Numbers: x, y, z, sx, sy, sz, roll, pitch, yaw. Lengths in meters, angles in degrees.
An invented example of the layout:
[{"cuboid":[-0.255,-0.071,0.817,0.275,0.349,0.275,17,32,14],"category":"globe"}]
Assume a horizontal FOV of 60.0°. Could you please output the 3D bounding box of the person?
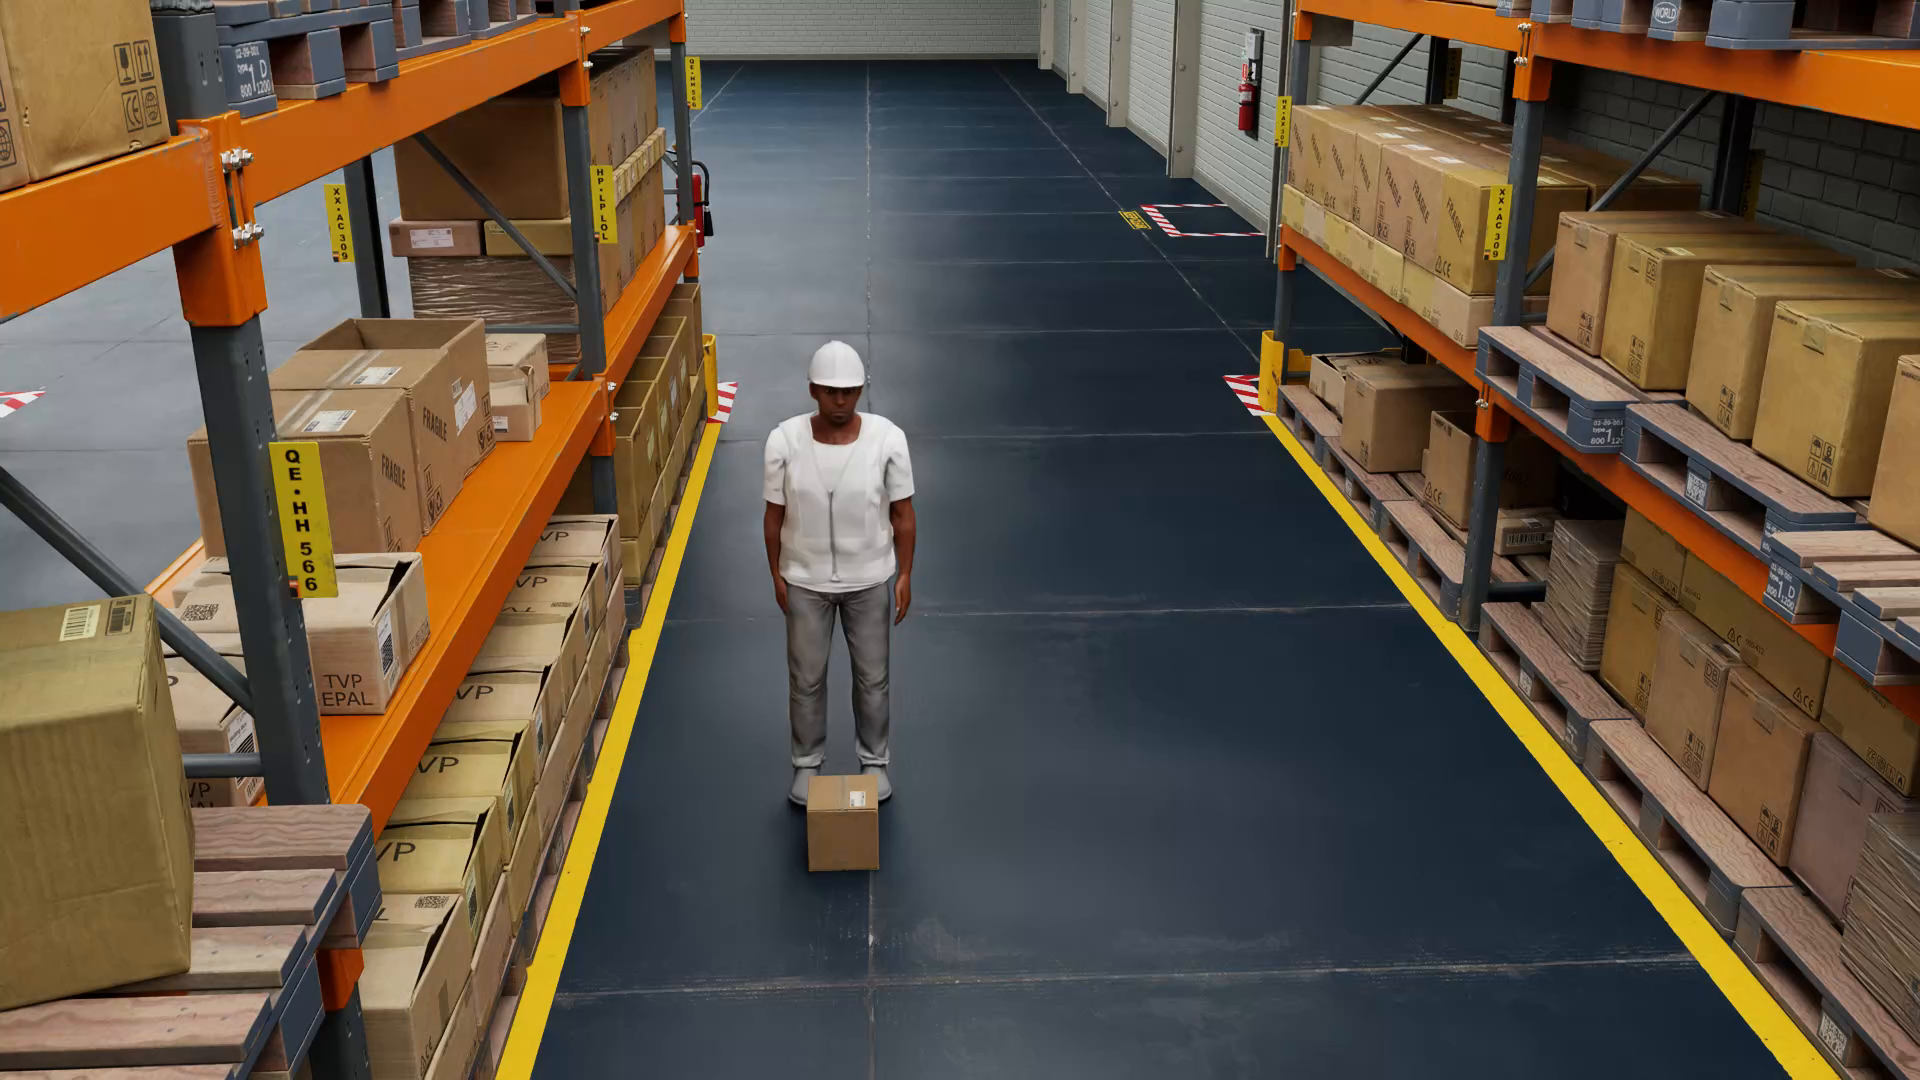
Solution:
[{"cuboid":[-0.443,0.137,6.176,0.563,1.761,0.363,-1,20,-2],"category":"person"}]
